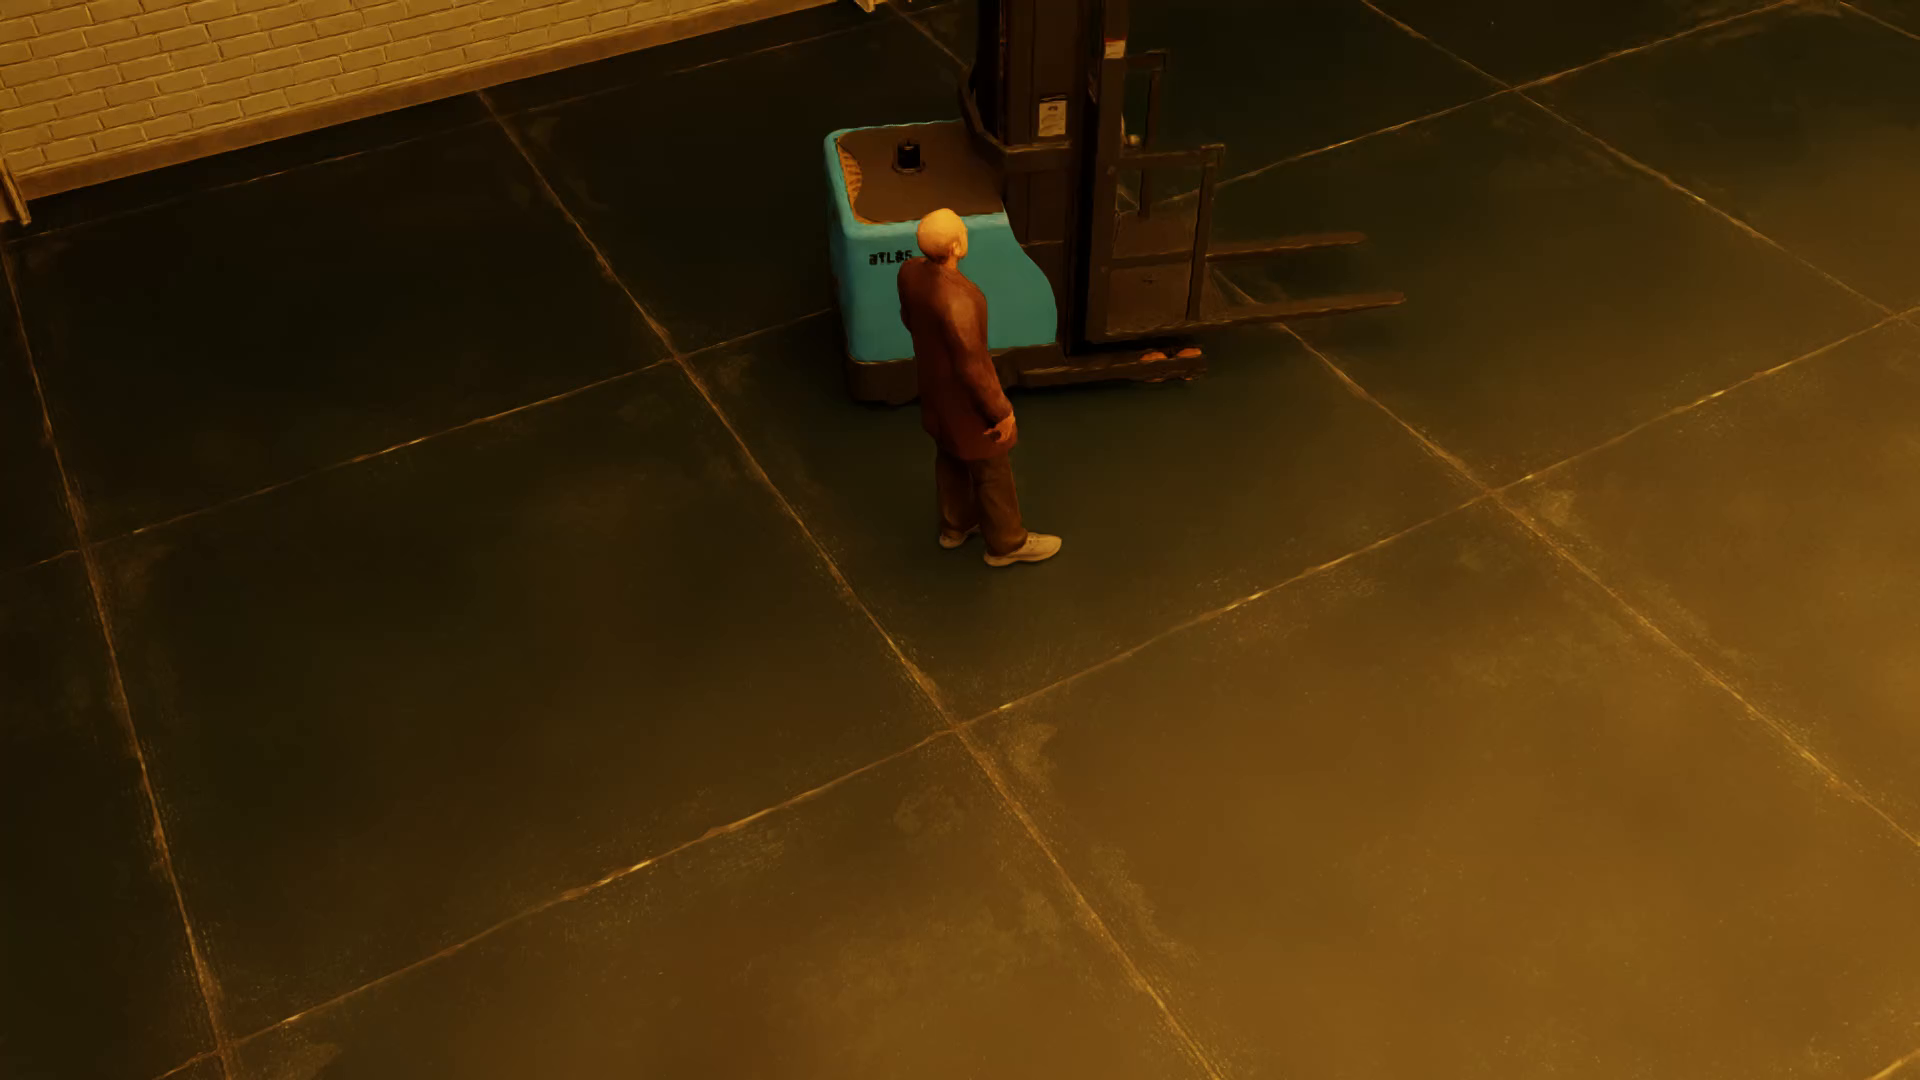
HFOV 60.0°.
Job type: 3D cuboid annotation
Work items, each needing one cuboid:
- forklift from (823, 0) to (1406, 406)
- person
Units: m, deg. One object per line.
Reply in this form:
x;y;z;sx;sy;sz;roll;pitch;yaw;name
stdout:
0.848;-2.248;8.122;3.031;2.935;1.130;-7;43;-7;forklift
0.082;-0.682;7.277;0.580;1.769;0.694;-21;47;-21;person
